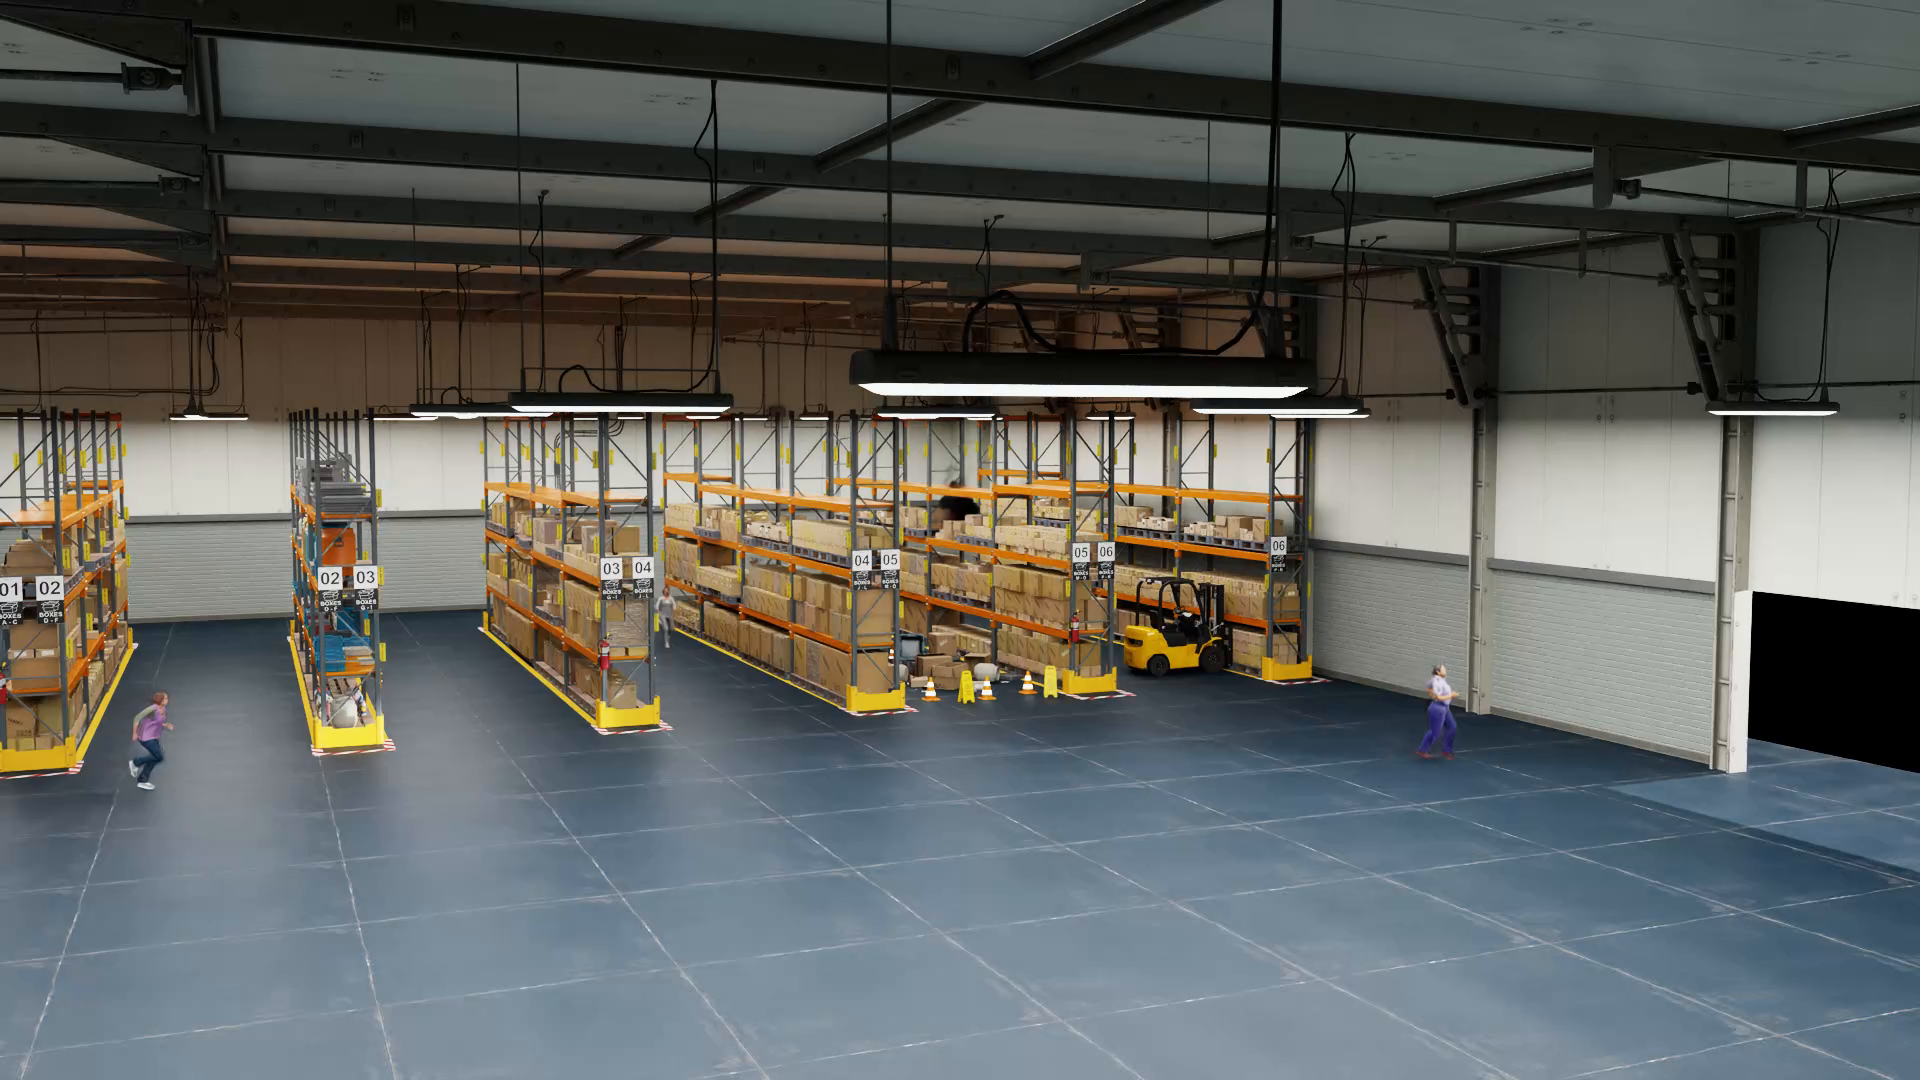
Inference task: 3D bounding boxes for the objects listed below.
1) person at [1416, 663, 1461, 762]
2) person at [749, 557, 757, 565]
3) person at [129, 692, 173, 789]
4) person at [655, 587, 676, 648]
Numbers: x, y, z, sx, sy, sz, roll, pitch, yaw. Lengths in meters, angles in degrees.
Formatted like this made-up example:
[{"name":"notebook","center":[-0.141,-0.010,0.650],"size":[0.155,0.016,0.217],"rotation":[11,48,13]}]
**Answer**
[{"name":"person","center":[8.113,2.928,28.152],"size":[0.708,1.668,0.585],"rotation":[2,4,27]},{"name":"person","center":[-6.175,1.353,50.287],"size":[0.608,1.724,0.645],"rotation":[-2,4,-23]},{"name":"person","center":[-12.706,3.145,26.136],"size":[0.667,1.530,0.528],"rotation":[0,4,-5]},{"name":"person","center":[-7.523,1.974,42.534],"size":[0.538,1.537,0.608],"rotation":[-2,4,-21]}]
